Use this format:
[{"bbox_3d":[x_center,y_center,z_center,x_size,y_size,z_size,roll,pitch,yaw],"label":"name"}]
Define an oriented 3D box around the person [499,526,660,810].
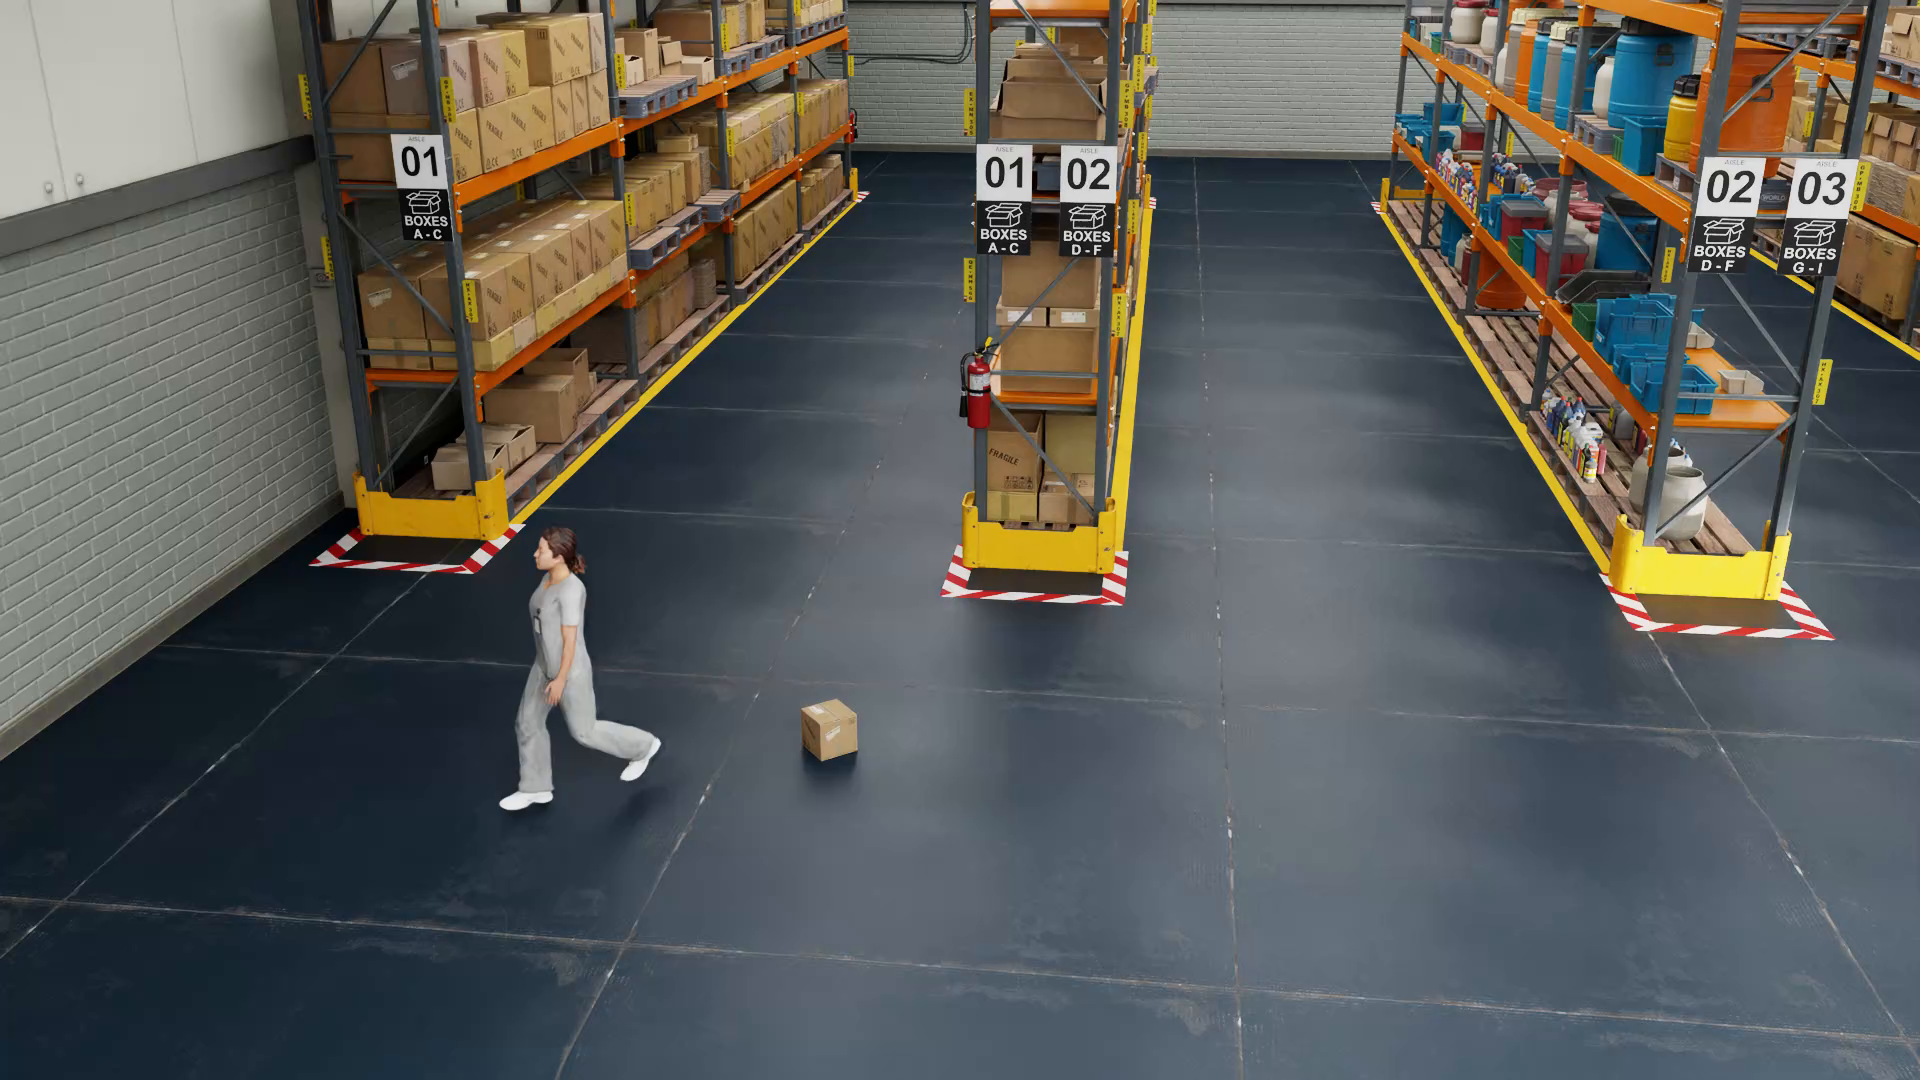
[{"bbox_3d":[-2.178,0.695,9.282,0.930,1.629,0.439,-14,25,-32],"label":"person"}]
